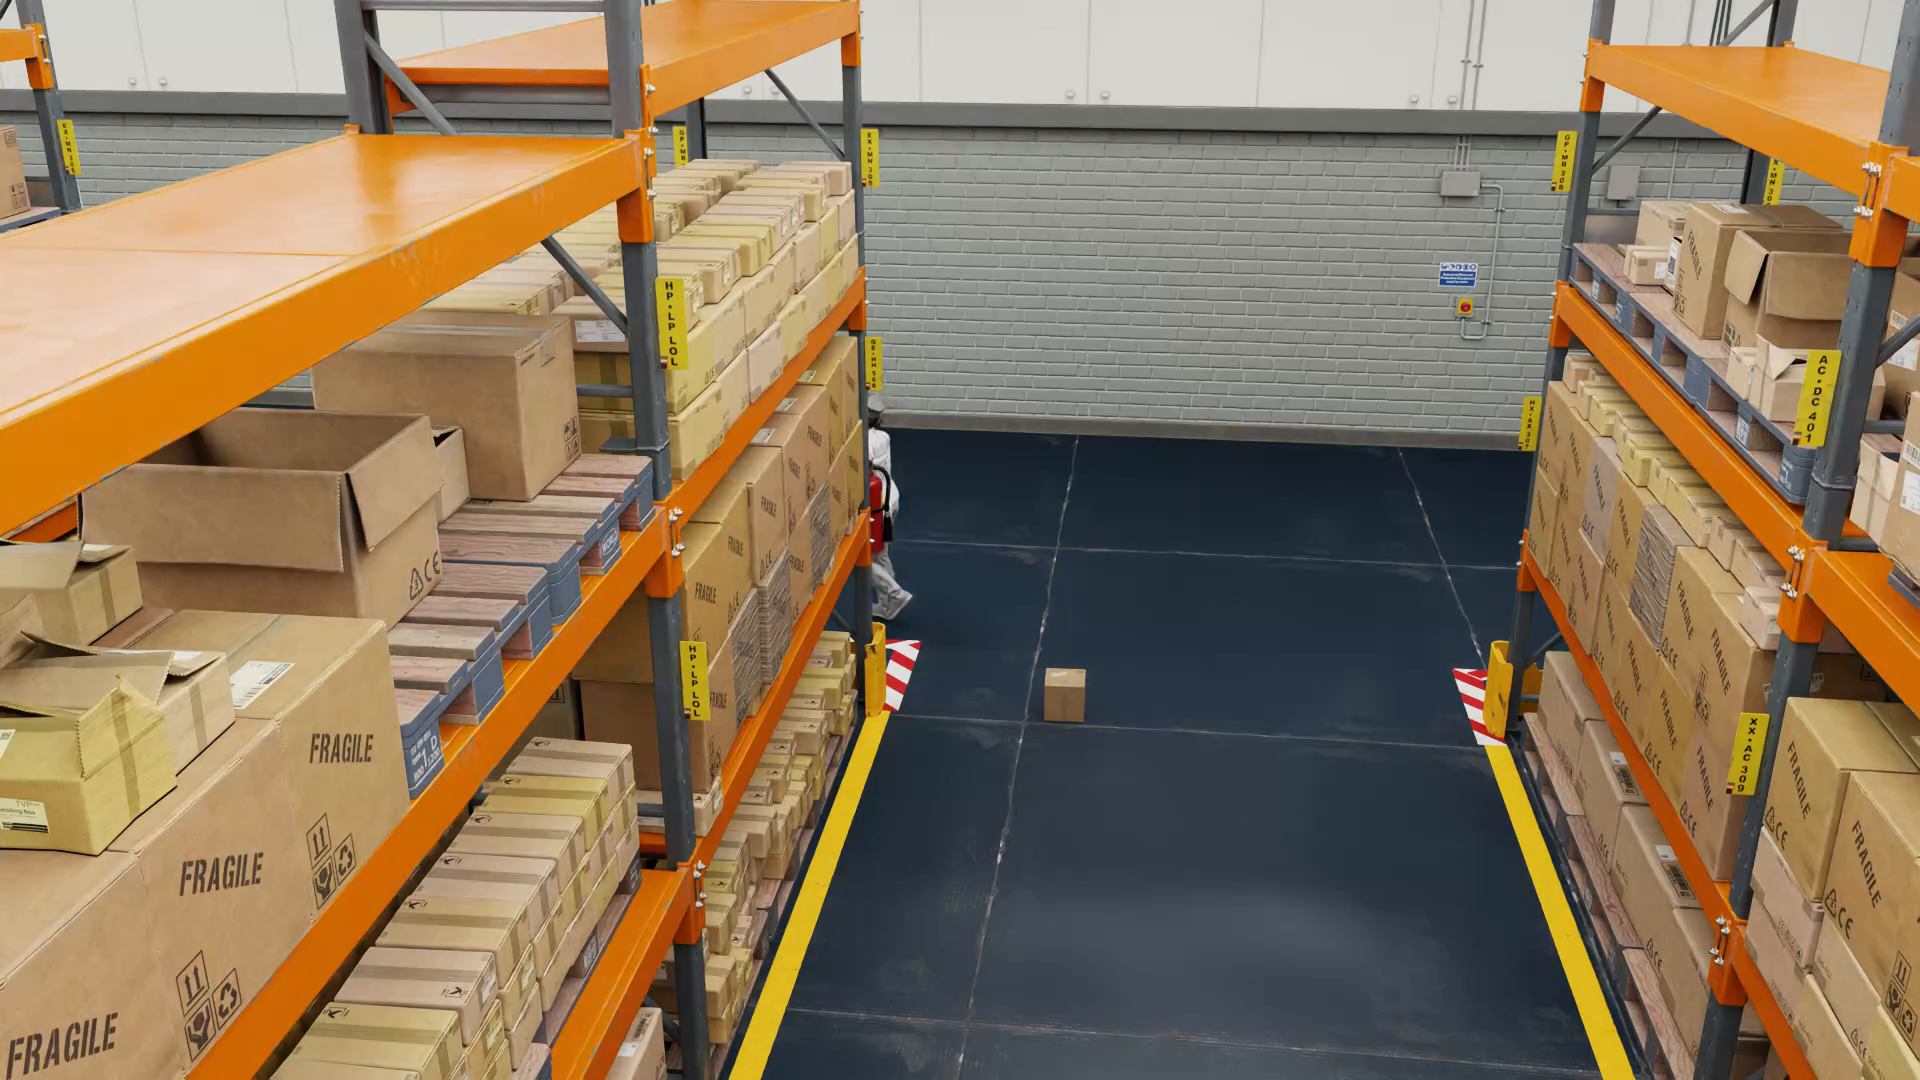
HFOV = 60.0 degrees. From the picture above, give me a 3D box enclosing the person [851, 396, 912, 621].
[{"bbox_3d":[-0.565,-0.196,11.523,0.497,1.660,0.518,8,23,19],"label":"person"}]
